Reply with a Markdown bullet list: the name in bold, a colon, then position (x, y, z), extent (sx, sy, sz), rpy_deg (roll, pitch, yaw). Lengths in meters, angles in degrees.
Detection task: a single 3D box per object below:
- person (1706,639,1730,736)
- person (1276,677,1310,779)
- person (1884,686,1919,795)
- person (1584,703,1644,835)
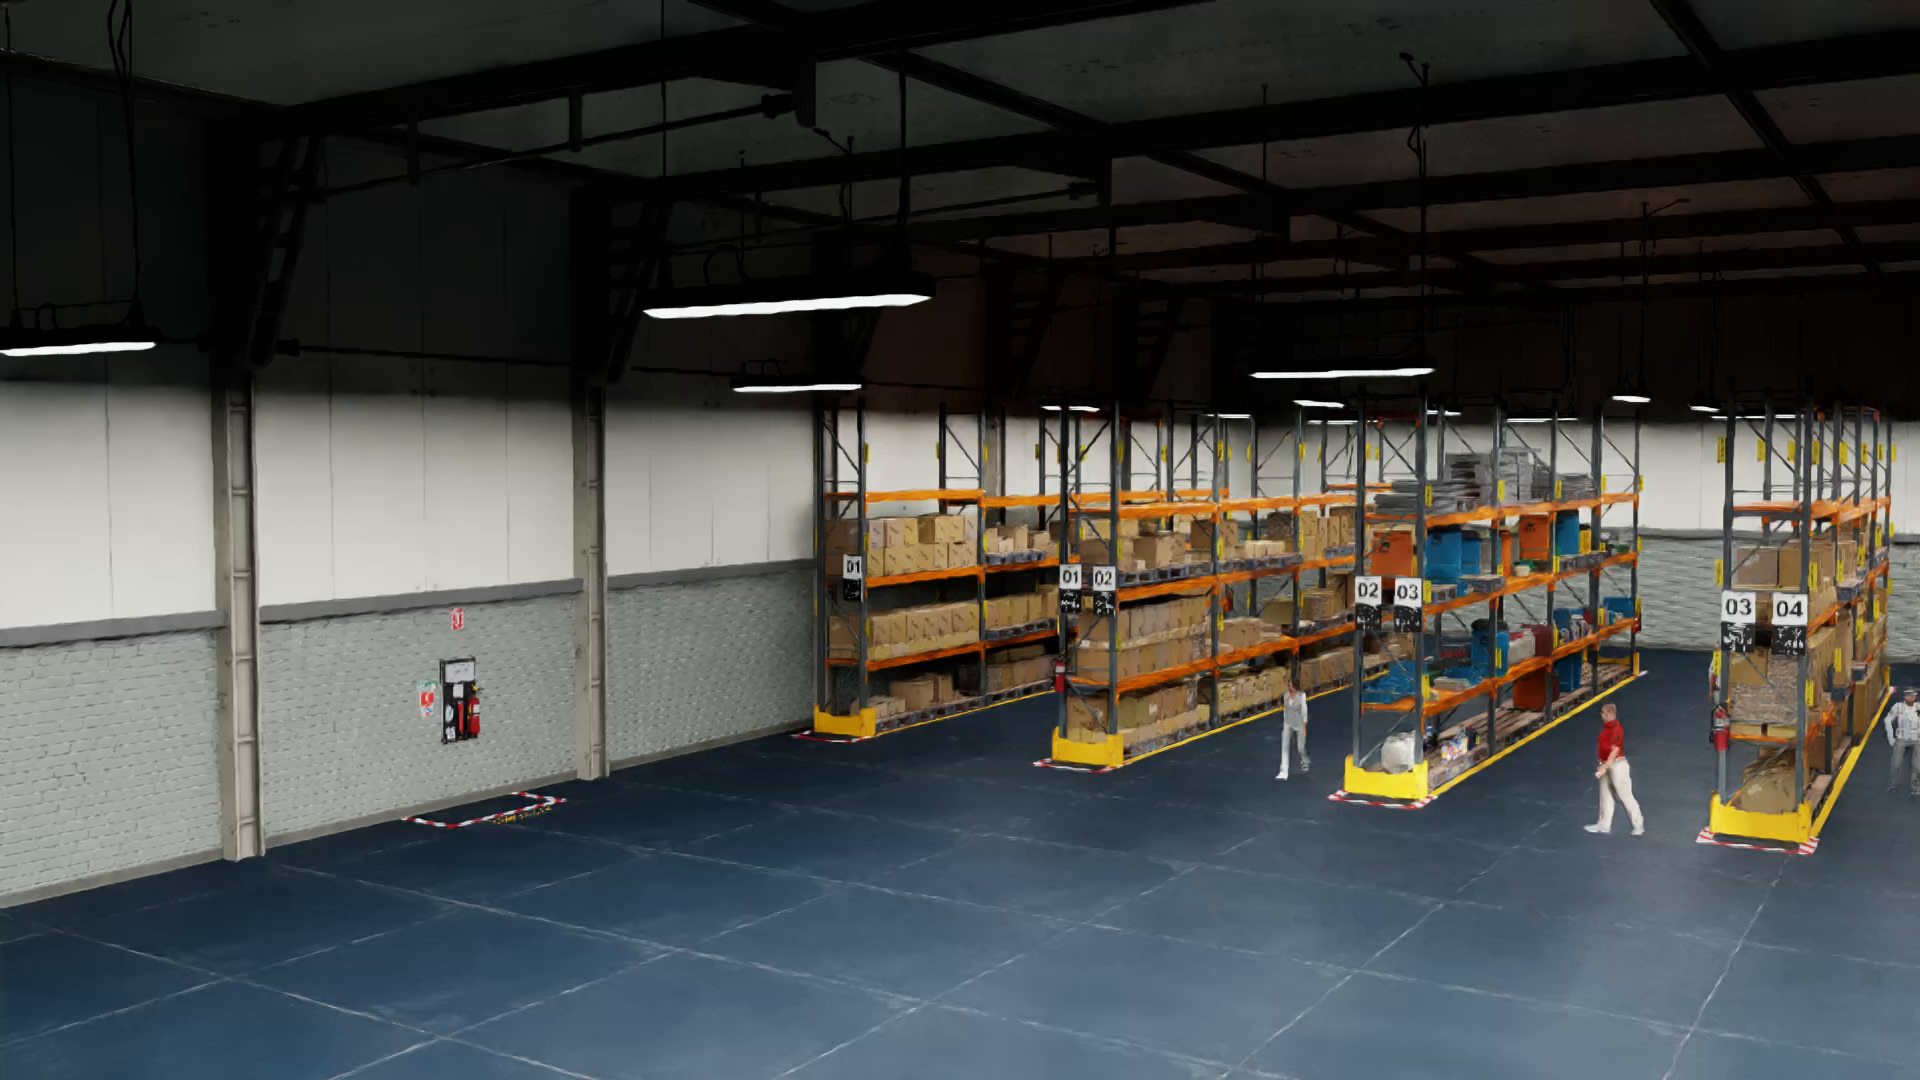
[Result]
- **person**: position (13.220, 2.596, 28.899), extent (0.668, 1.746, 0.597), rpy_deg (-2, 4, -34)
- **person**: position (5.171, 2.868, 25.606), extent (0.431, 1.550, 0.918), rpy_deg (2, 4, 31)
- **person**: position (13.873, 2.918, 24.319), extent (0.639, 1.627, 0.501), rpy_deg (2, 3, 29)
- **person**: position (8.610, 2.998, 21.824), extent (0.721, 1.713, 0.569), rpy_deg (0, 3, 4)
